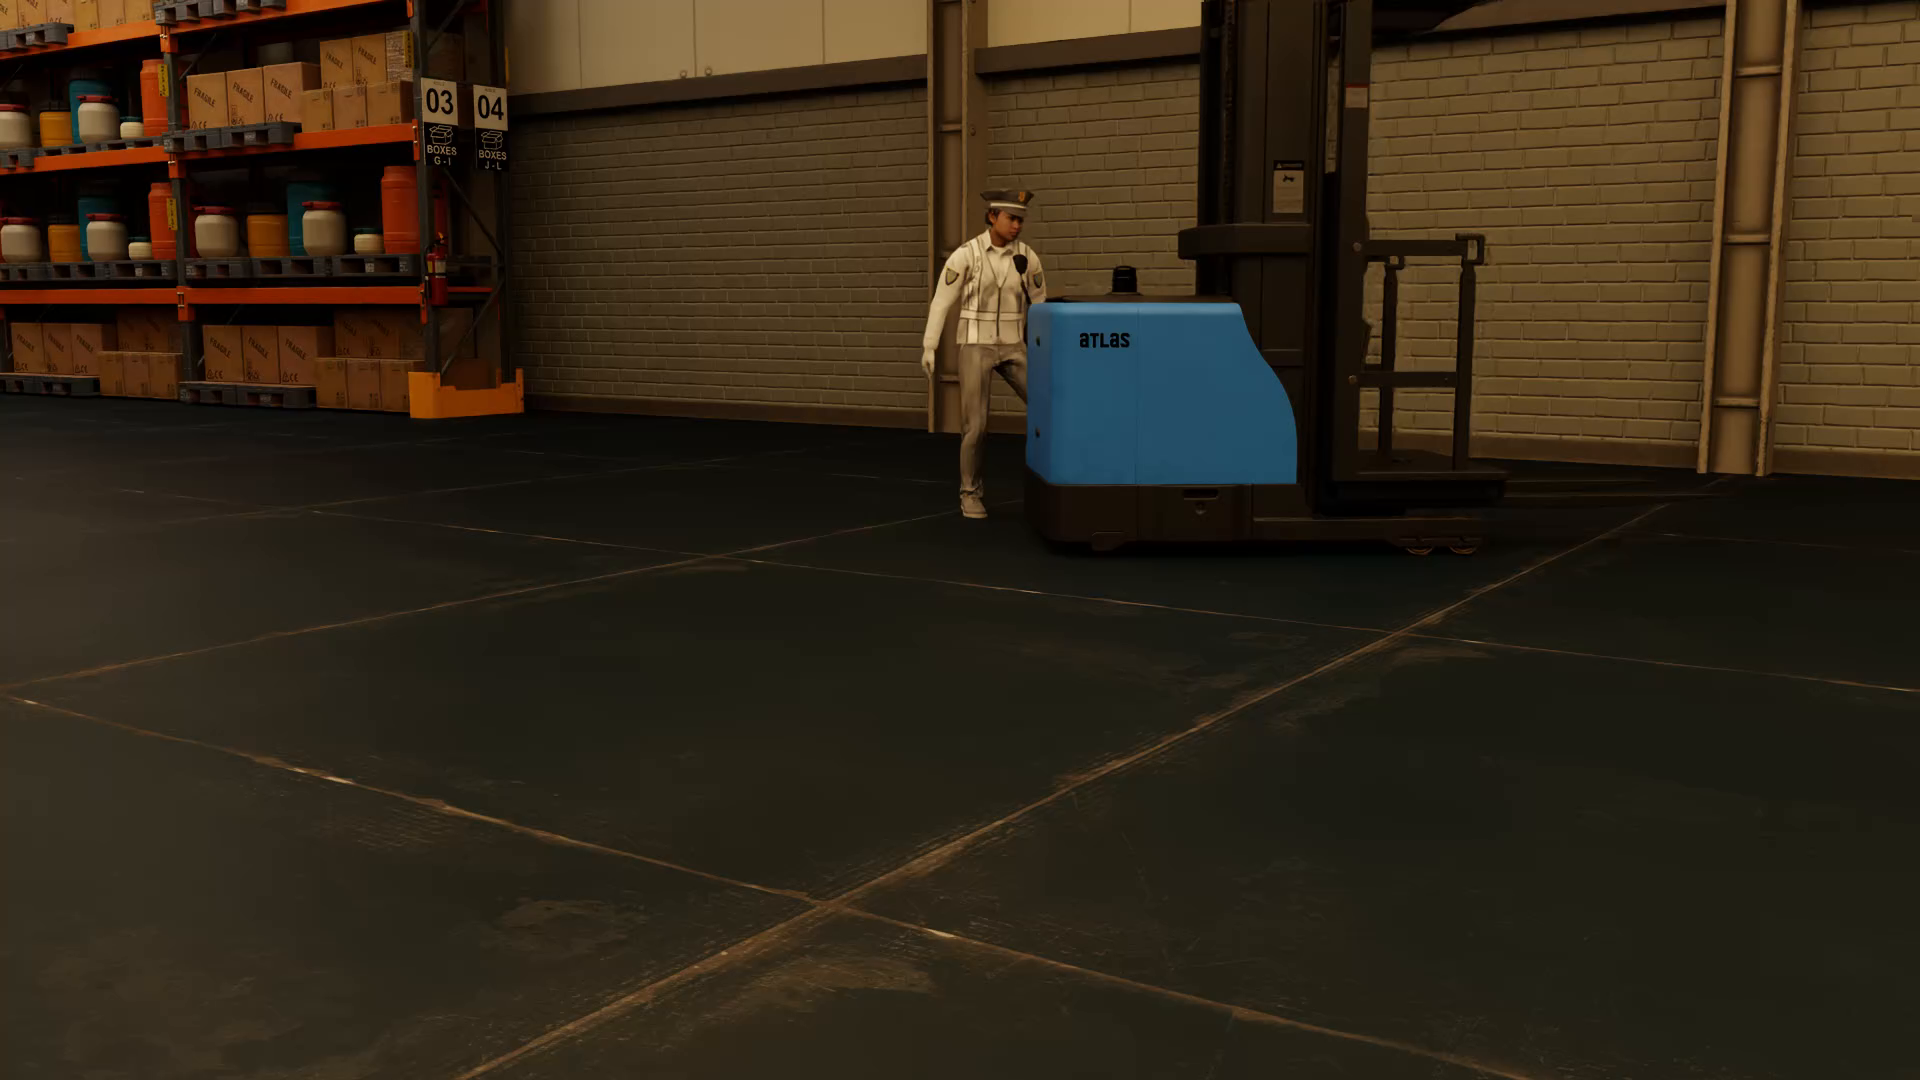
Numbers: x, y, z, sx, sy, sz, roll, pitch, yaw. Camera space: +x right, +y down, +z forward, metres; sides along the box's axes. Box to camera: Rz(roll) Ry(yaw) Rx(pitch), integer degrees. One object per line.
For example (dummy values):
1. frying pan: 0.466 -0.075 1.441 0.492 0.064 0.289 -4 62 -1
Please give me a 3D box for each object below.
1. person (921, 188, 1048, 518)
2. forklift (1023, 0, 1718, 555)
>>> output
1. person: 0.213 -0.932 8.375 0.794 1.642 0.398 -2 8 -14
2. forklift: 1.847 -1.460 7.456 3.031 2.935 1.130 -1 8 -4
